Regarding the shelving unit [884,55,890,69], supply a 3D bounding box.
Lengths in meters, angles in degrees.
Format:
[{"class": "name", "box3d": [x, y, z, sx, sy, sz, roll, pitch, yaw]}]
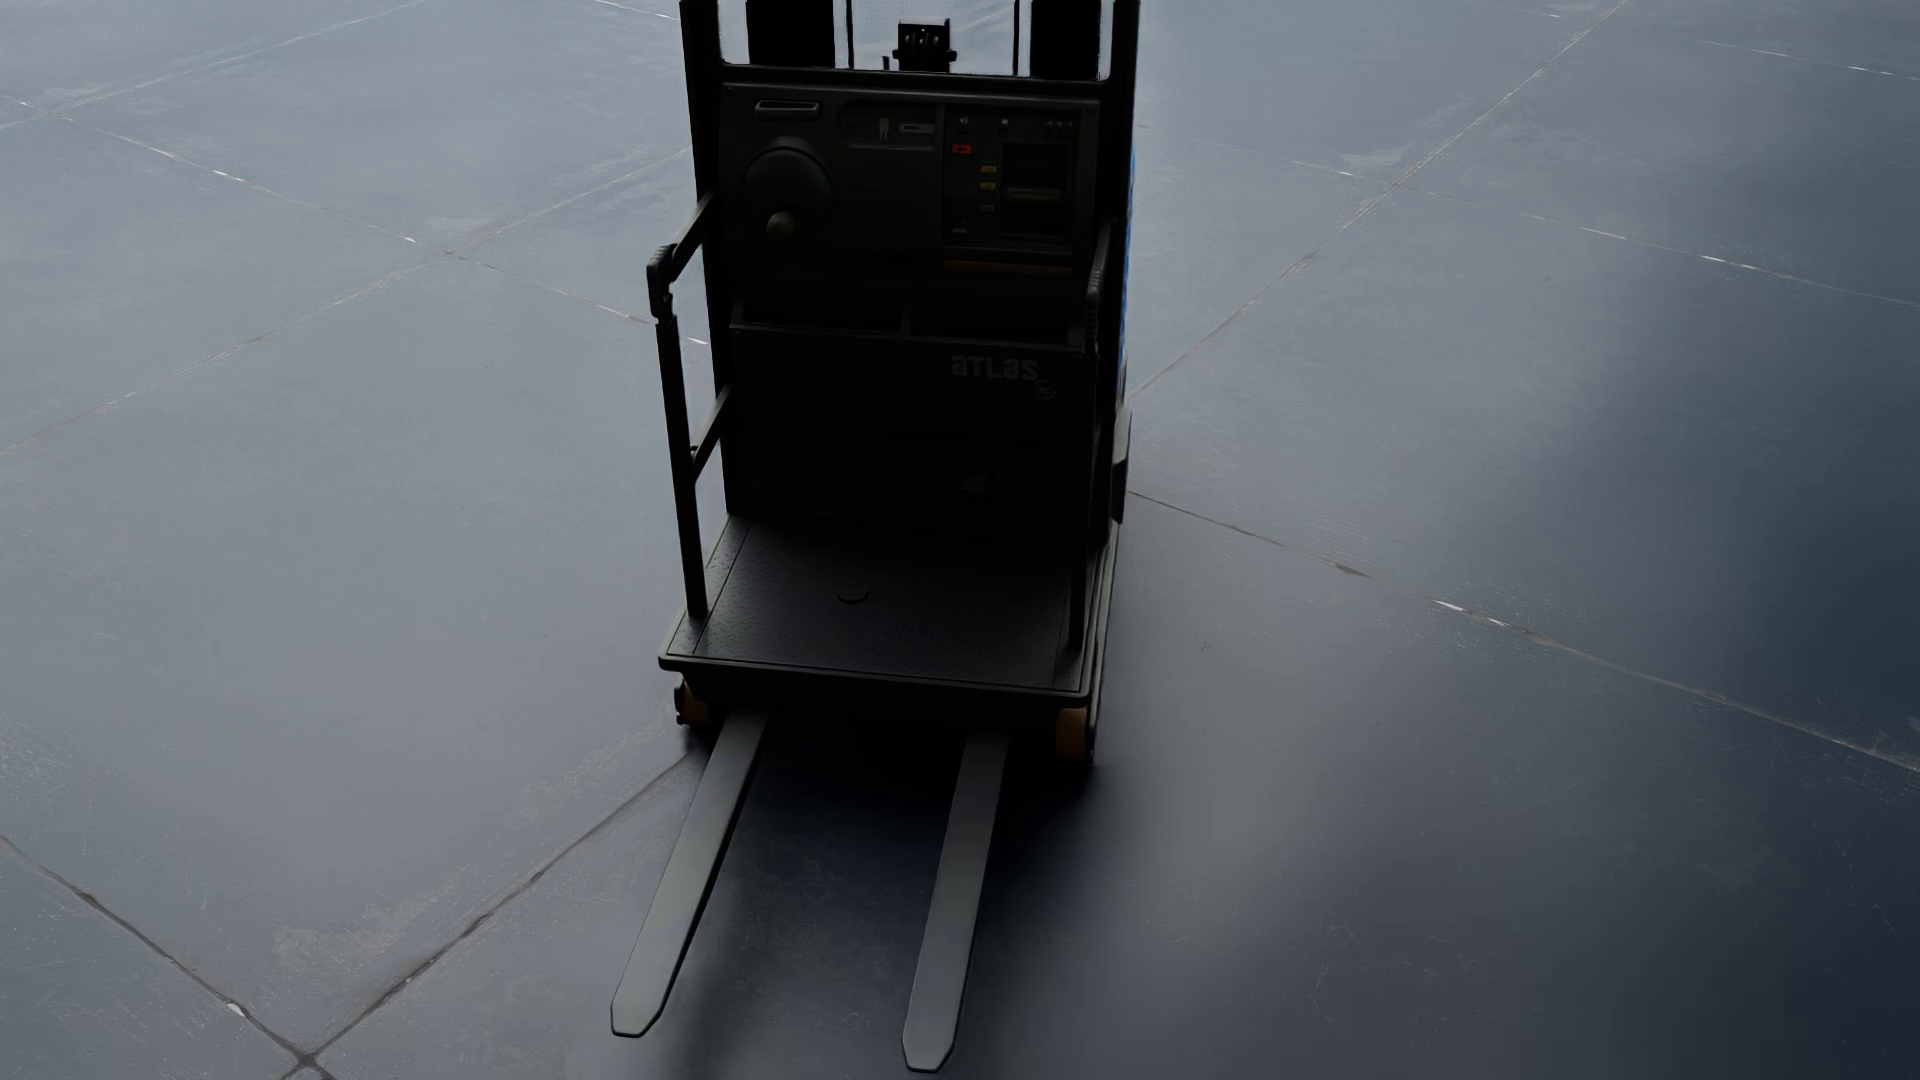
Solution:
[{"class": "shelving unit", "box3d": [-0.360, -1.052, 5.735, 0.258, 1.200, 0.189, 4, 34, 6]}]

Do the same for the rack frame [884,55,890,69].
[{"class": "rack frame", "box3d": [-0.349, -1.103, 5.810, 0.240, 1.200, 0.006, 4, 34, 6]}]

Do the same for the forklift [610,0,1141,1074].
[{"class": "forklift", "box3d": [-0.158, -0.841, 3.877, 1.130, 2.935, 3.031, 5, 34, 7]}]
